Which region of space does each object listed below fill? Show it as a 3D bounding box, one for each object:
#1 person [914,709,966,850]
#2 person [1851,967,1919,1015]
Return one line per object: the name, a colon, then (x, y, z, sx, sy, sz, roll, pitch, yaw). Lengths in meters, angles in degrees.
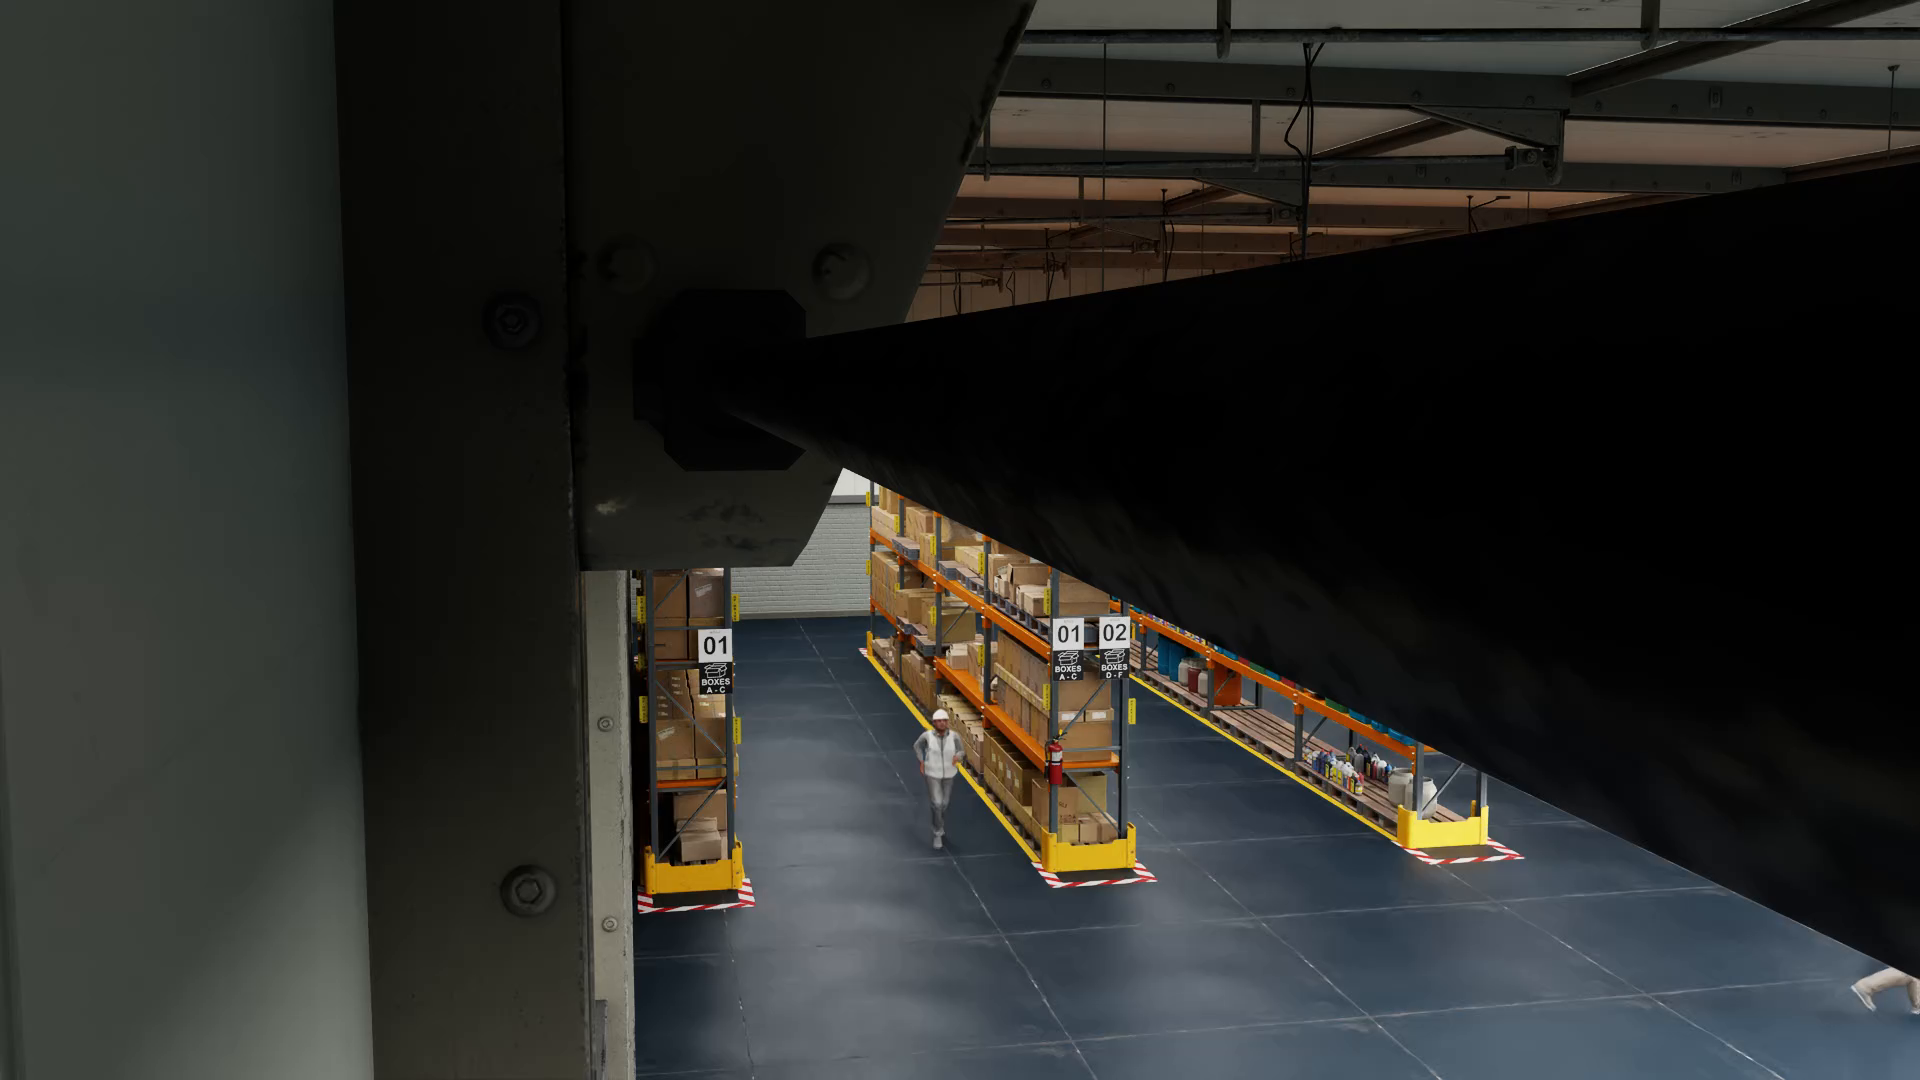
person: (-0.252, 3.145, 22.148, 0.644, 1.823, 0.793, -2, 6, -16)
person: (9.102, 3.798, 16.067, 0.954, 1.726, 0.664, 0, 6, 4)
